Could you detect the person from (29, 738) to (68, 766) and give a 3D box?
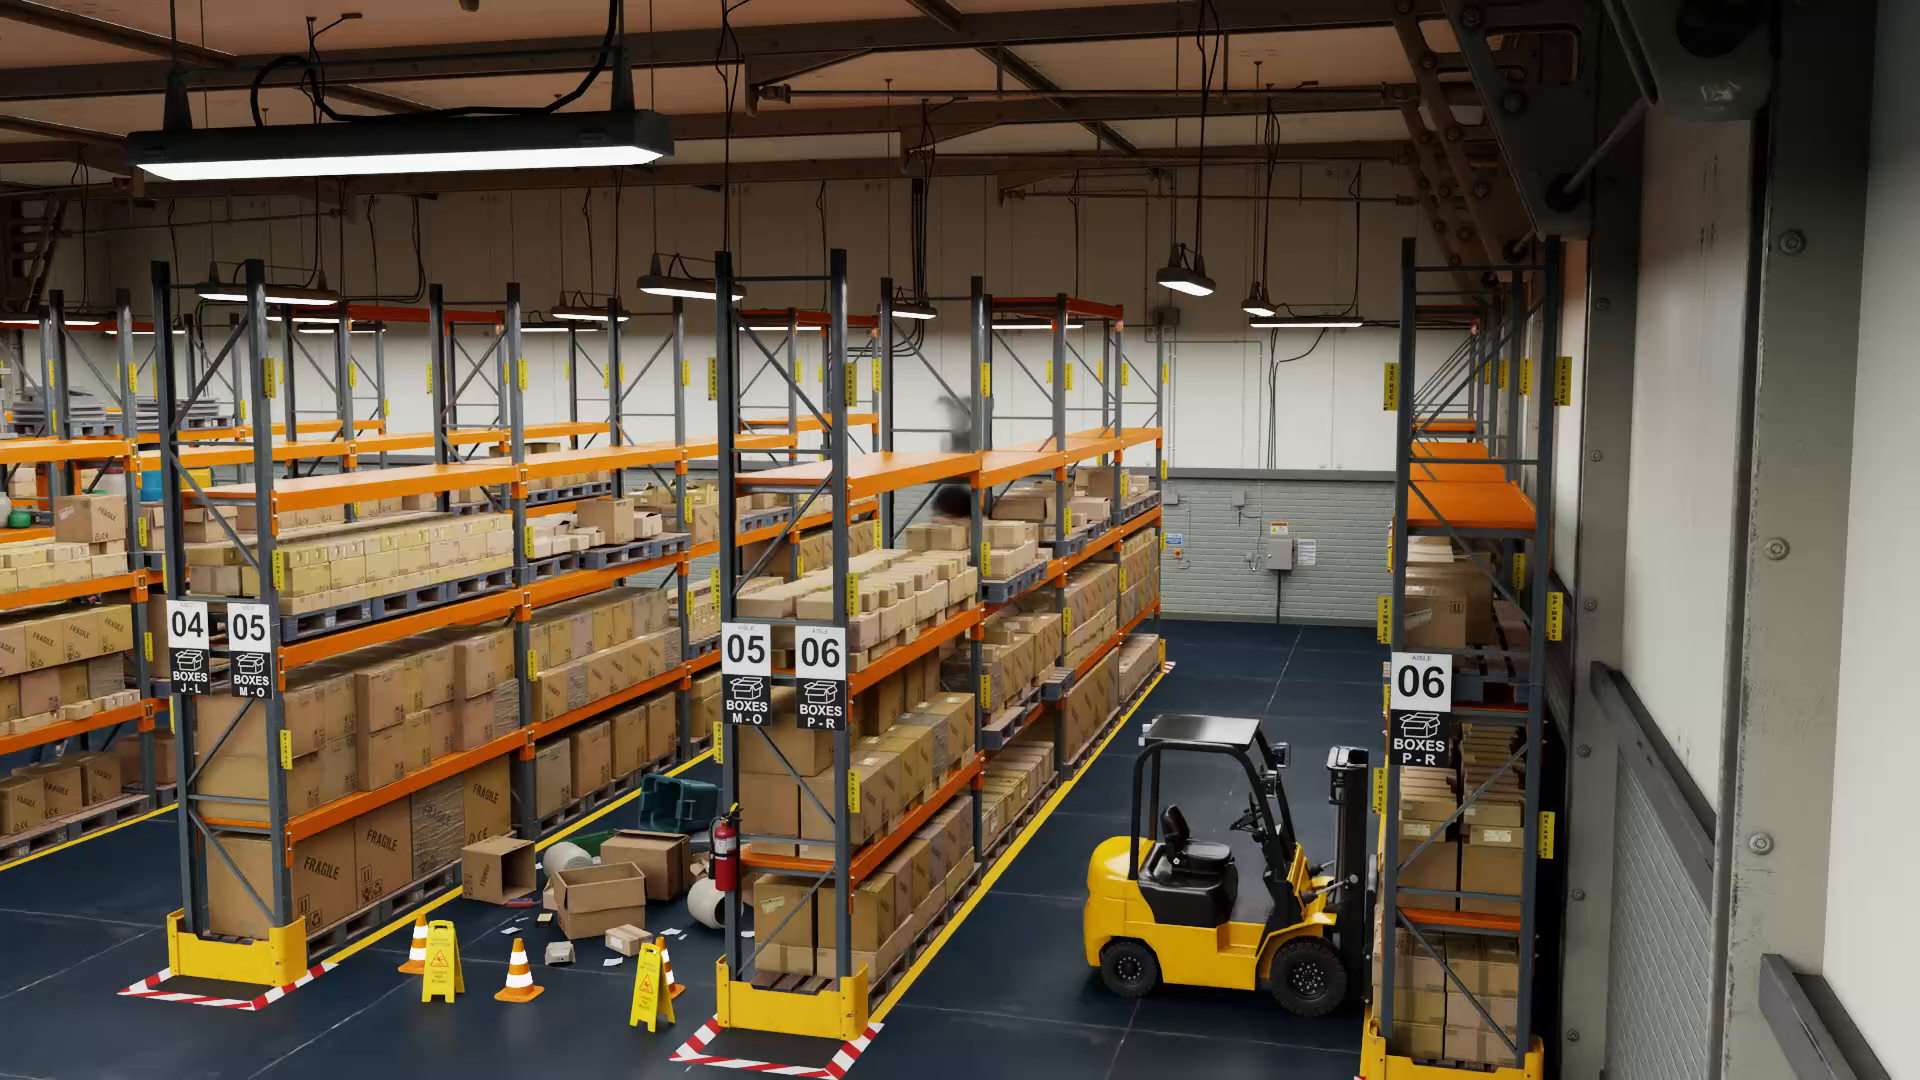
[{"bbox_3d":[-11.732,2.116,21.250,0.536,1.609,0.875,1,6,9],"label":"person"}]
